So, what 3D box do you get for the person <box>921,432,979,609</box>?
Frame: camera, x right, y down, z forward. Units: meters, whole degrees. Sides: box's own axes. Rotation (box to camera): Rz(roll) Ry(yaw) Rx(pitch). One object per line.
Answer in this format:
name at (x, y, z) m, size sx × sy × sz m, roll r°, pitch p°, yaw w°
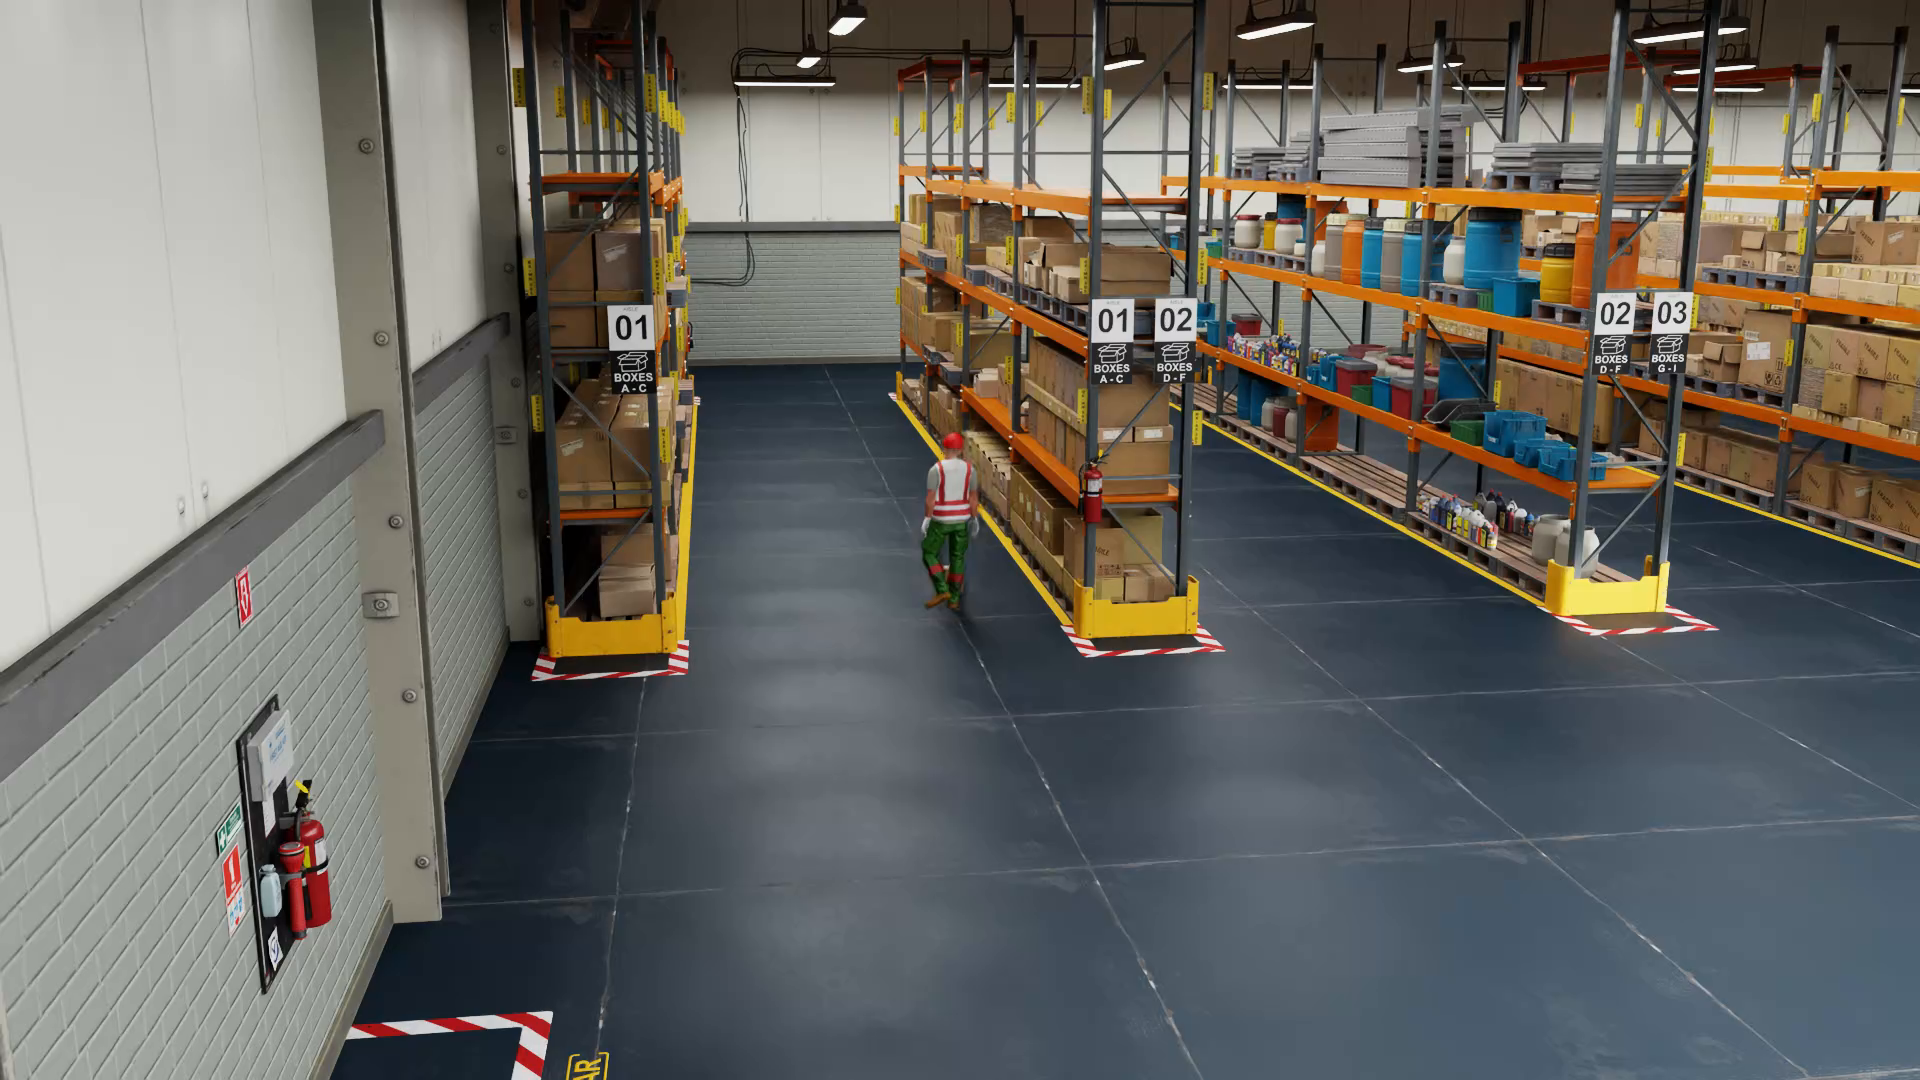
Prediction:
person at (-0.093, -0.175, 16.618) m, size 0.621 × 1.787 × 0.572 m, roll -4°, pitch 14°, yaw -18°
